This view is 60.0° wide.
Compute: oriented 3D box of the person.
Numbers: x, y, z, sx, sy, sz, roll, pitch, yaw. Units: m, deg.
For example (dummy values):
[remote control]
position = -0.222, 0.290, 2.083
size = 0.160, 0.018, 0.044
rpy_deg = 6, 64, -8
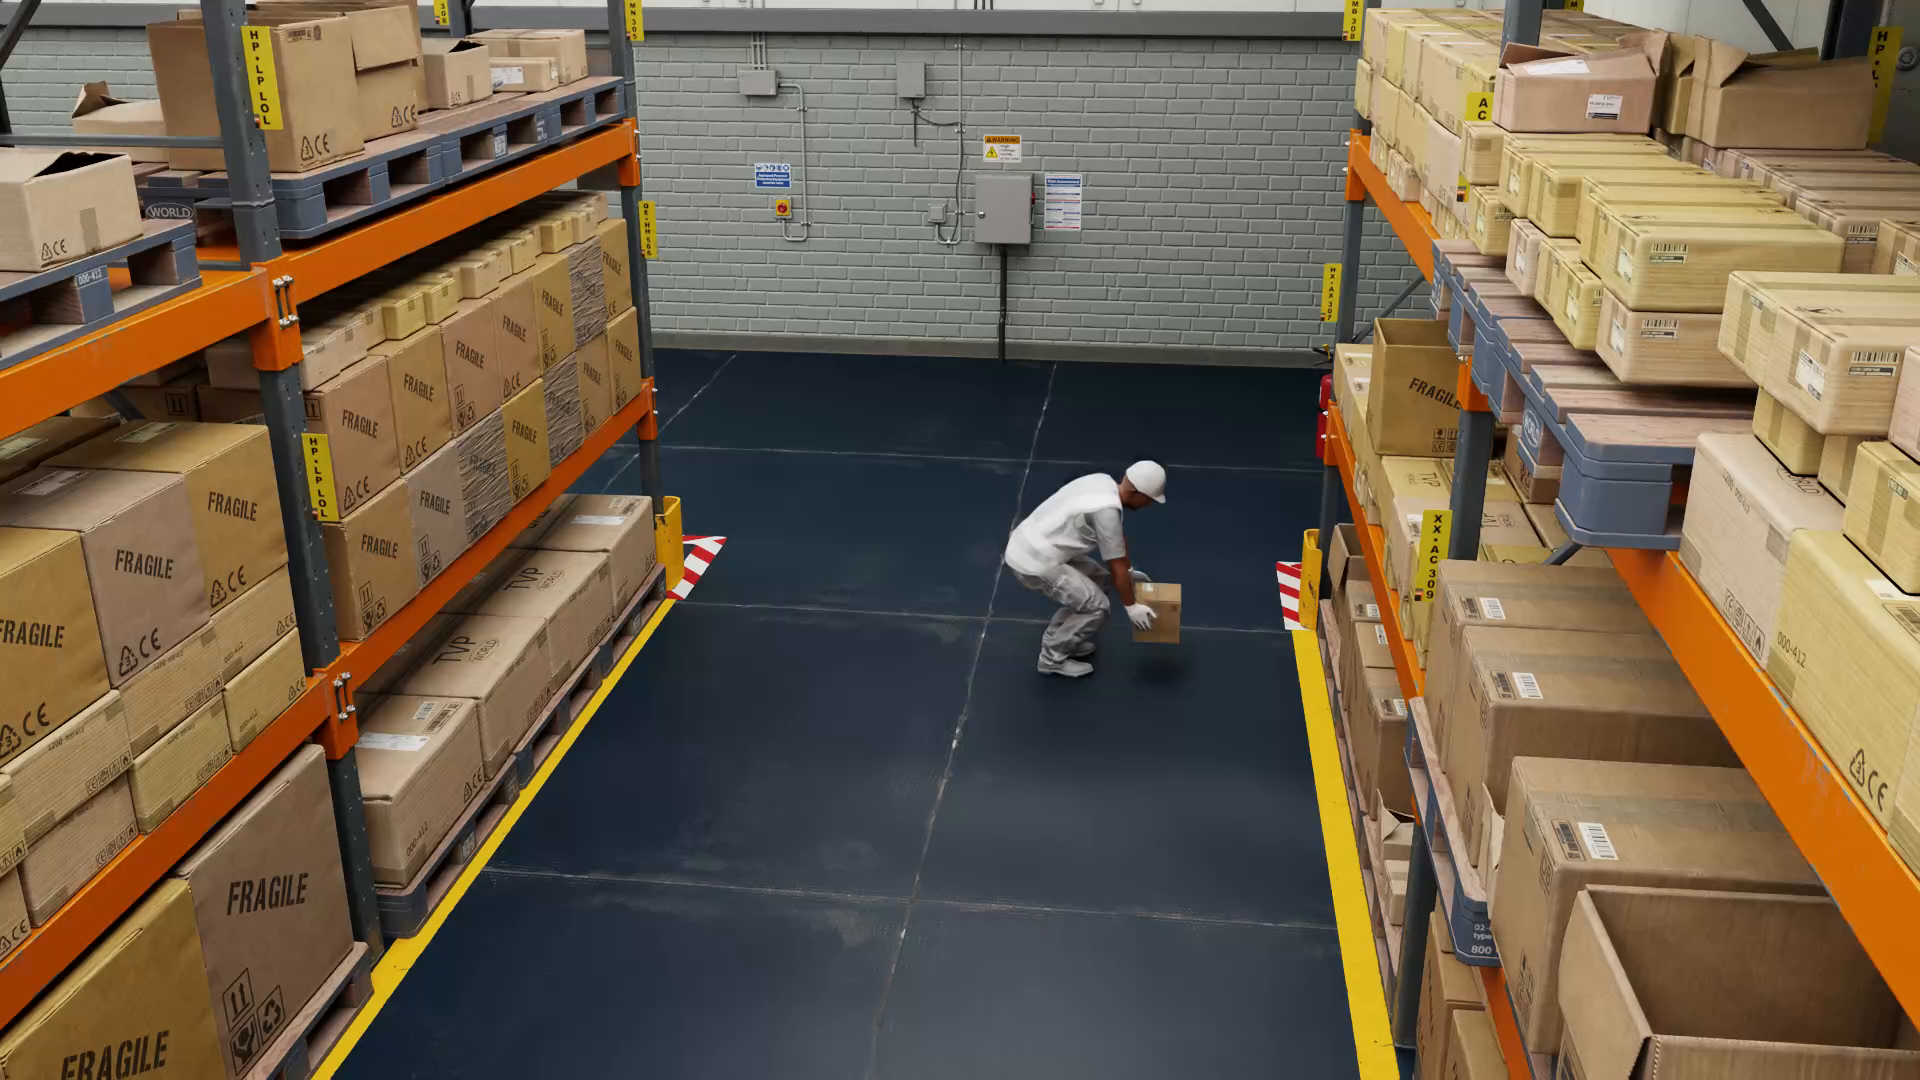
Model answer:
[person]
position = 0.677, 0.121, 9.082
size = 0.853, 1.183, 0.597
rpy_deg = 2, 21, 6
